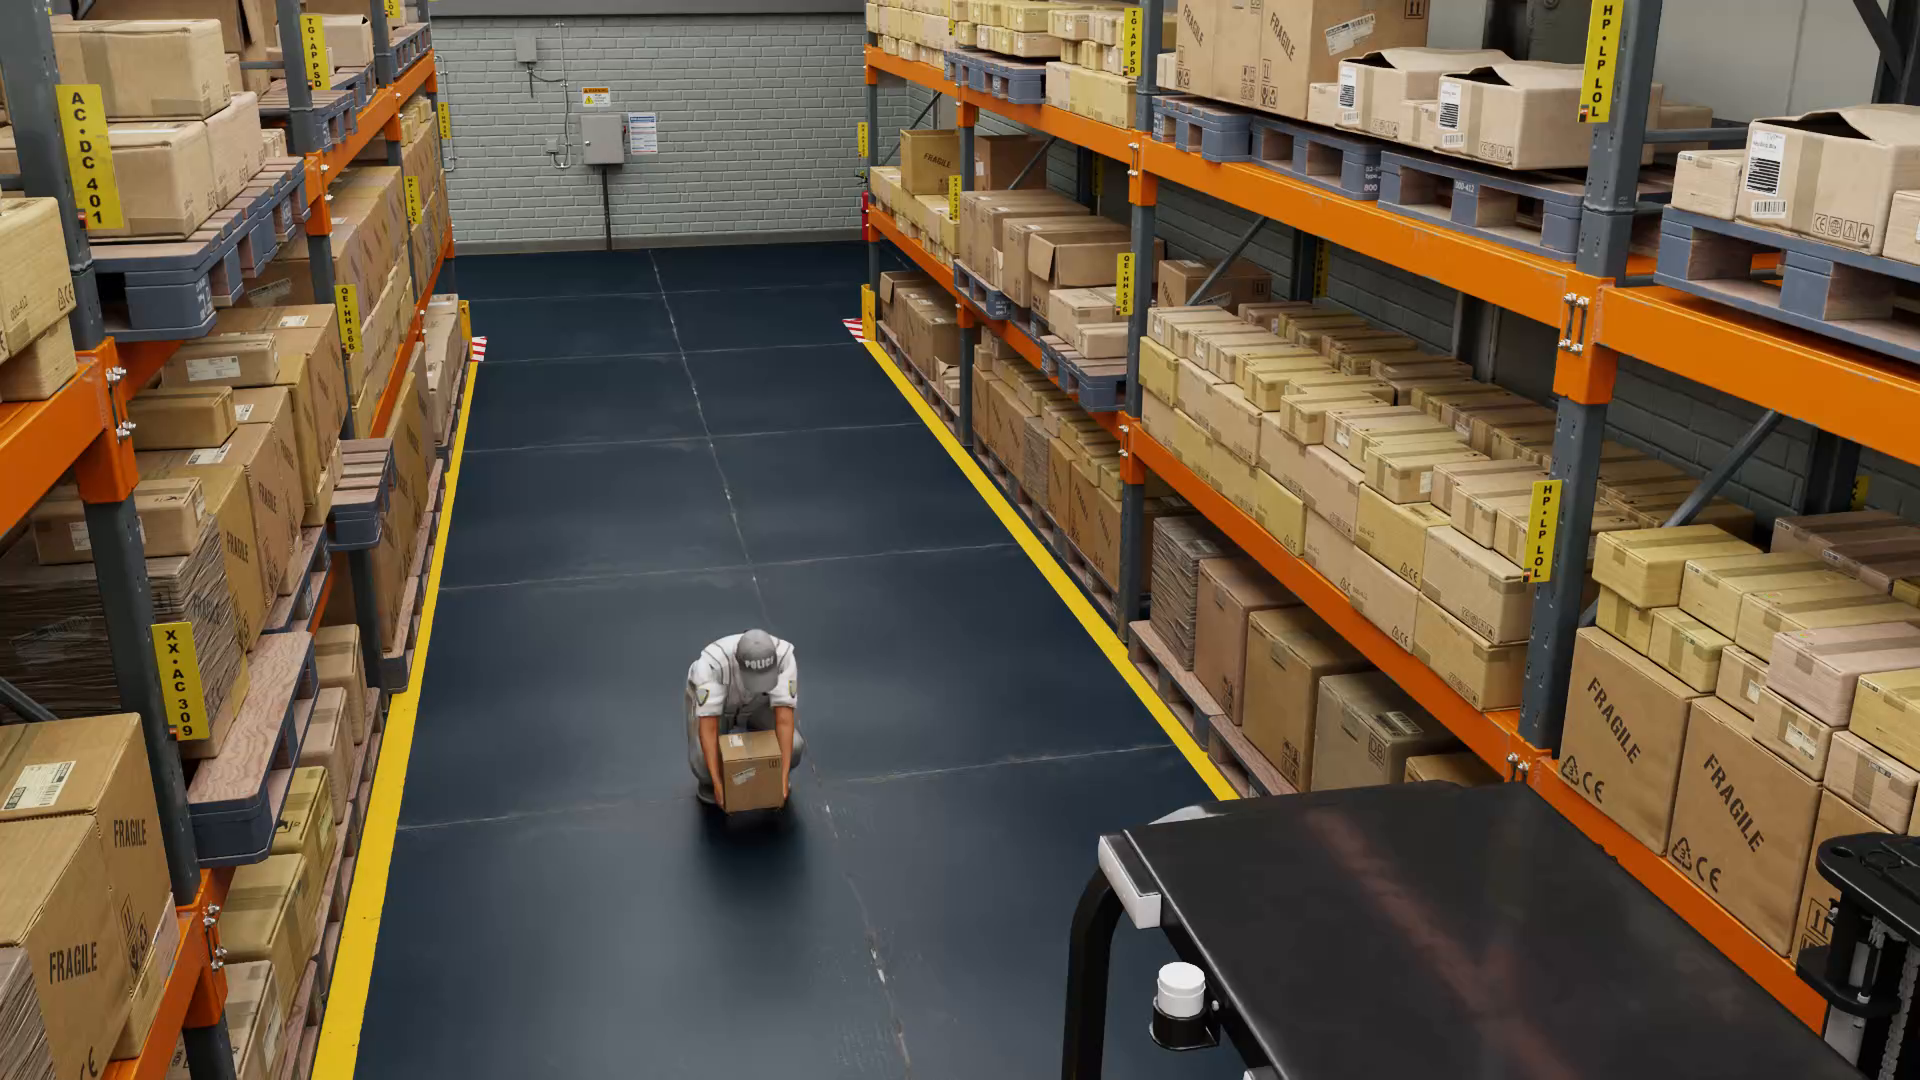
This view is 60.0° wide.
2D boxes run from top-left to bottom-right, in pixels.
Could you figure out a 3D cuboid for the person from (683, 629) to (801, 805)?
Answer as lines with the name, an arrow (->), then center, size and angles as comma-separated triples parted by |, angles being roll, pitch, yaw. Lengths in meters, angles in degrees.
person -> -0.989, 0.761, 7.529 | 0.507, 0.951, 0.873 | -5, 20, -14
